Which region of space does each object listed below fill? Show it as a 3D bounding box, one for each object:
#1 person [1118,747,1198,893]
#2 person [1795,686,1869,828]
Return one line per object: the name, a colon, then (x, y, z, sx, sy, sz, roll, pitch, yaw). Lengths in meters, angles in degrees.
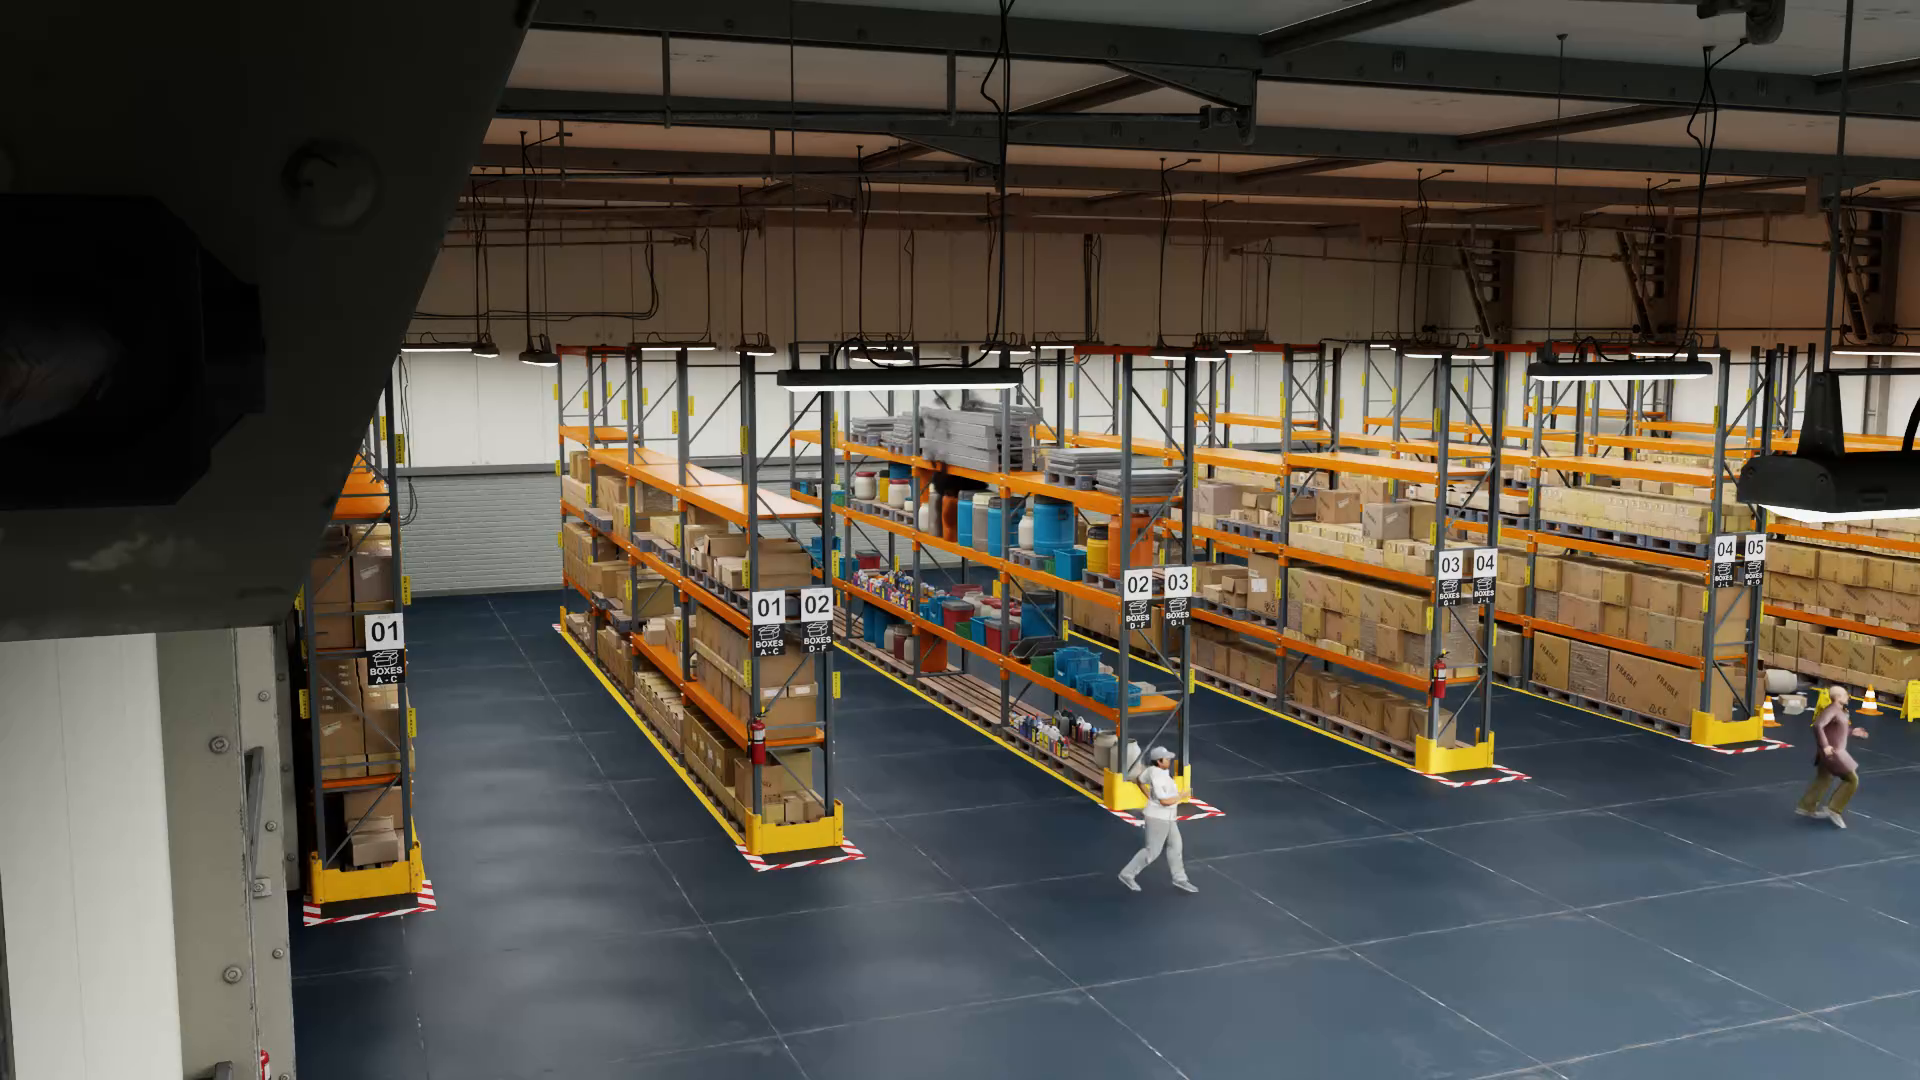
person: (2.226, 3.136, 18.609, 0.904, 1.683, 0.595, 1, 7, 7)
person: (11.194, 2.770, 21.312, 0.808, 1.823, 0.693, 2, 8, 16)
